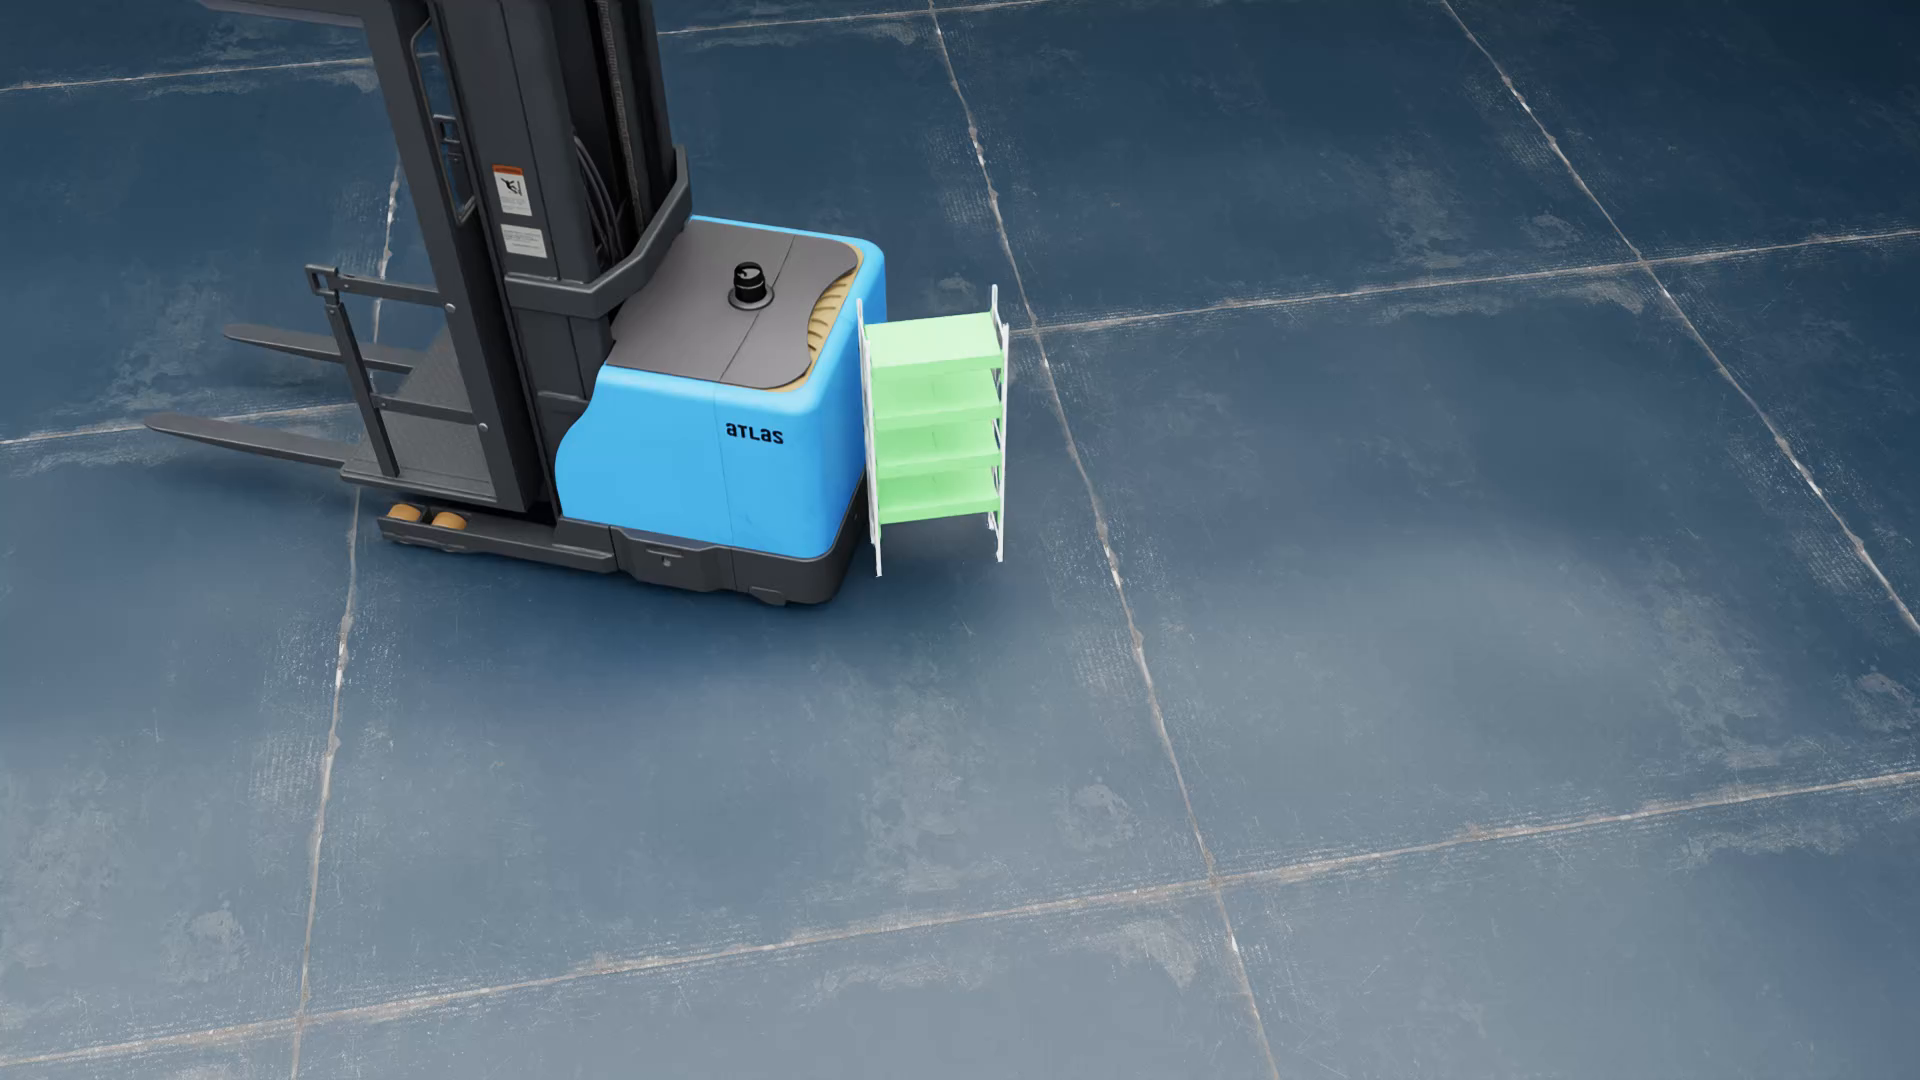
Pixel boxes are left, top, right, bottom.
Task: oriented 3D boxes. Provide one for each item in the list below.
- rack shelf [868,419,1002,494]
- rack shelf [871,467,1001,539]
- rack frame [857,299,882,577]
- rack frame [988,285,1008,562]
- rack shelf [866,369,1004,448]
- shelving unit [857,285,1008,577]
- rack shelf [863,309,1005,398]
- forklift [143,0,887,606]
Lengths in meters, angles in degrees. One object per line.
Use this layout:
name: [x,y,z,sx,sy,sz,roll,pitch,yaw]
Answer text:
rack shelf: [-0.098,-0.339,6.332,0.480,0.148,0.258,-7,46,-7]
rack shelf: [-0.098,-0.173,6.505,0.480,0.148,0.258,-7,46,-7]
rack frame: [-0.339,-0.355,6.258,0.015,1.200,0.240,-7,46,-7]
rack frame: [0.142,-0.412,6.314,0.015,1.200,0.240,-7,46,-7]
rack shelf: [-0.098,-0.506,6.159,0.480,0.148,0.258,-7,46,-7]
shelving unit: [-0.098,-0.383,6.286,0.503,1.200,0.258,-7,46,-7]
rack shelf: [-0.098,-0.672,5.987,0.480,0.148,0.258,-7,46,-7]
forklift: [-1.848,-1.326,5.993,3.031,2.935,1.130,10,47,9]
